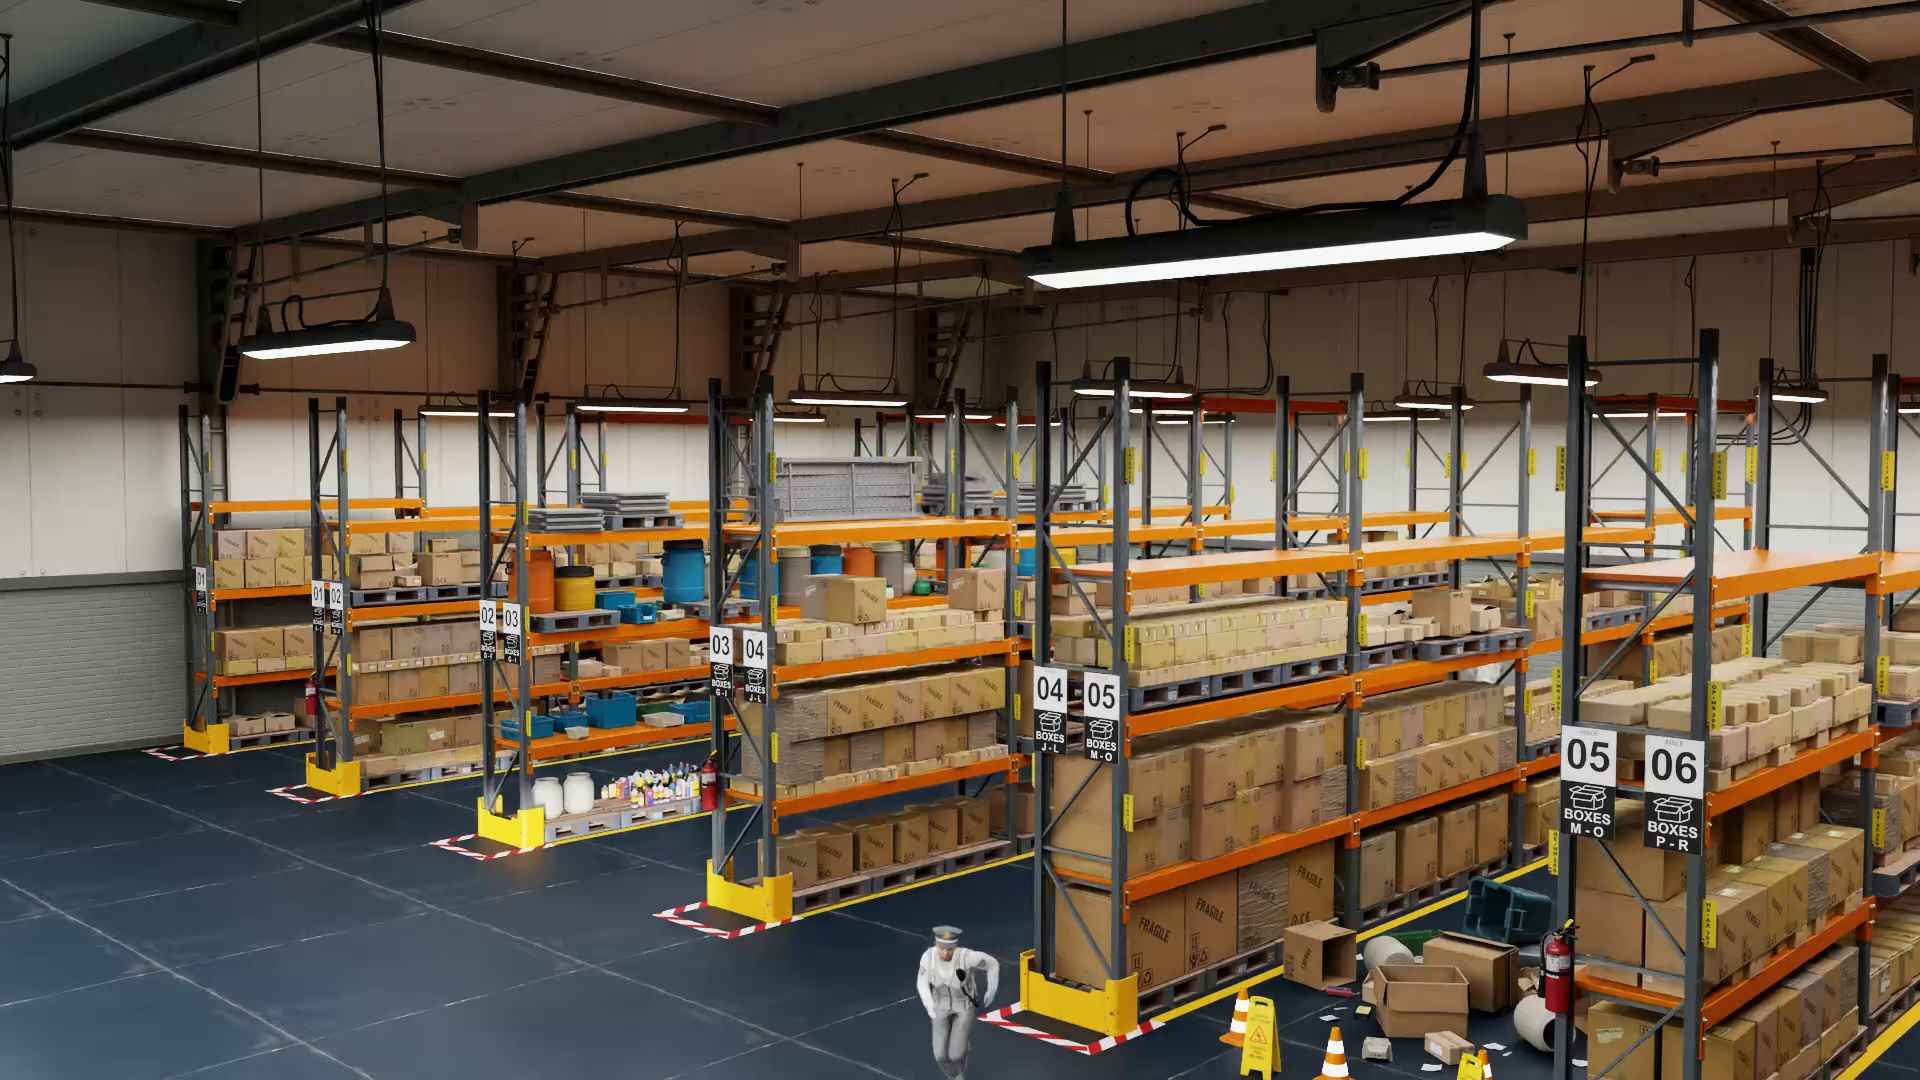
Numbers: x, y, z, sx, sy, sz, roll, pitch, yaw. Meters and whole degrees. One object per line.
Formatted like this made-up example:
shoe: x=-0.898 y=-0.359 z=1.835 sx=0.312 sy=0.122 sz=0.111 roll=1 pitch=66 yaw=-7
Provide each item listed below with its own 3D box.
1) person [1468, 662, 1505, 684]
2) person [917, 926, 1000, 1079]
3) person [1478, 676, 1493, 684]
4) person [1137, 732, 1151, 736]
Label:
person: x=9.725 y=2.688 z=30.735 sx=0.683 sy=1.842 sz=0.793 roll=-2 pitch=4 yaw=-34
person: x=-0.014 y=3.739 z=13.121 sx=0.641 sy=1.495 sz=0.748 roll=1 pitch=3 yaw=12
person: x=7.983 y=2.955 z=25.389 sx=0.648 sy=1.742 sz=0.586 roll=2 pitch=4 yaw=38
person: x=2.275 y=3.200 z=20.399 sx=0.732 sy=1.797 sz=0.932 roll=2 pitch=4 yaw=33
